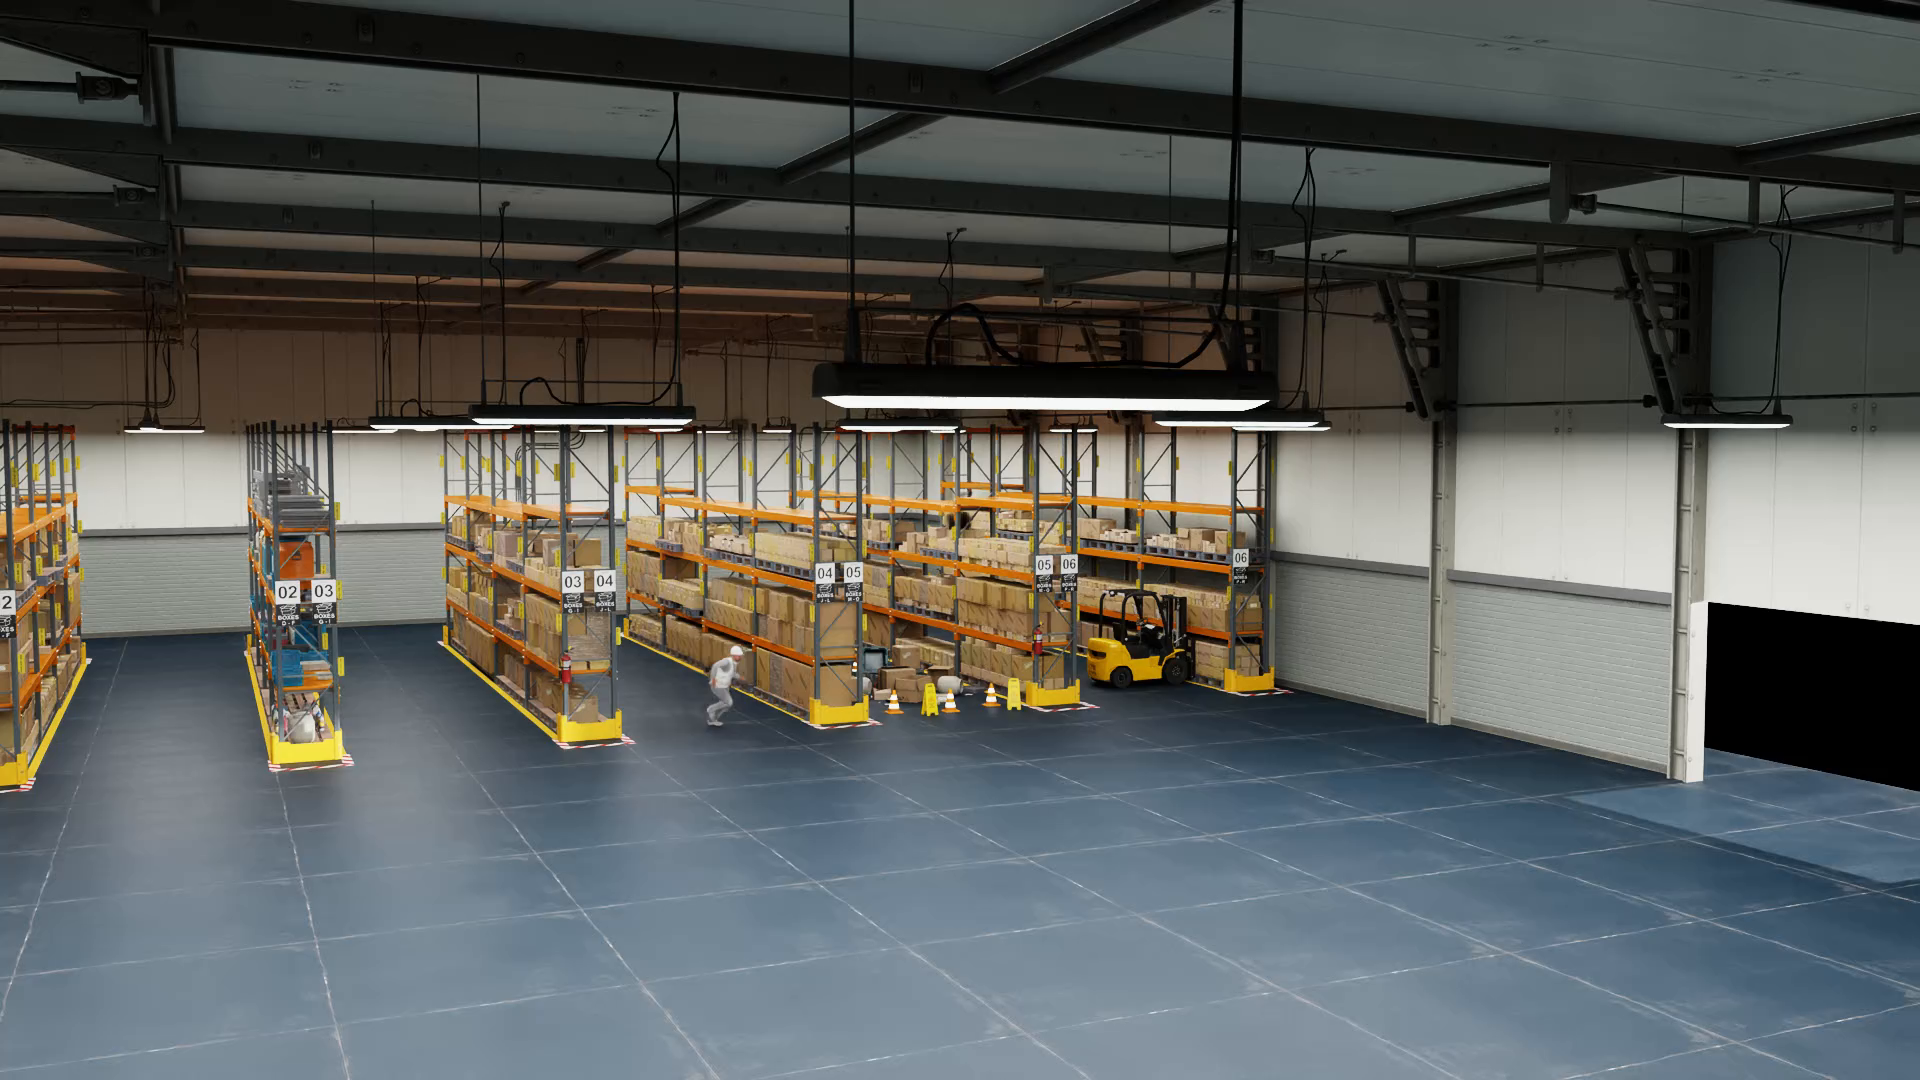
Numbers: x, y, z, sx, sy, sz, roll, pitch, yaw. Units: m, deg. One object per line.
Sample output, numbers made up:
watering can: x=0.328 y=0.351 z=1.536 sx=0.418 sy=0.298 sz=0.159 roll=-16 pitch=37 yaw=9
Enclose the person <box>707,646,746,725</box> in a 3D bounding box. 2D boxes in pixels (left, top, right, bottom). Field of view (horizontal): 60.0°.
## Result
person: x=-4.626 y=2.882 z=32.721 sx=0.814 sy=1.597 sz=0.690 roll=1 pitch=4 yaw=18
